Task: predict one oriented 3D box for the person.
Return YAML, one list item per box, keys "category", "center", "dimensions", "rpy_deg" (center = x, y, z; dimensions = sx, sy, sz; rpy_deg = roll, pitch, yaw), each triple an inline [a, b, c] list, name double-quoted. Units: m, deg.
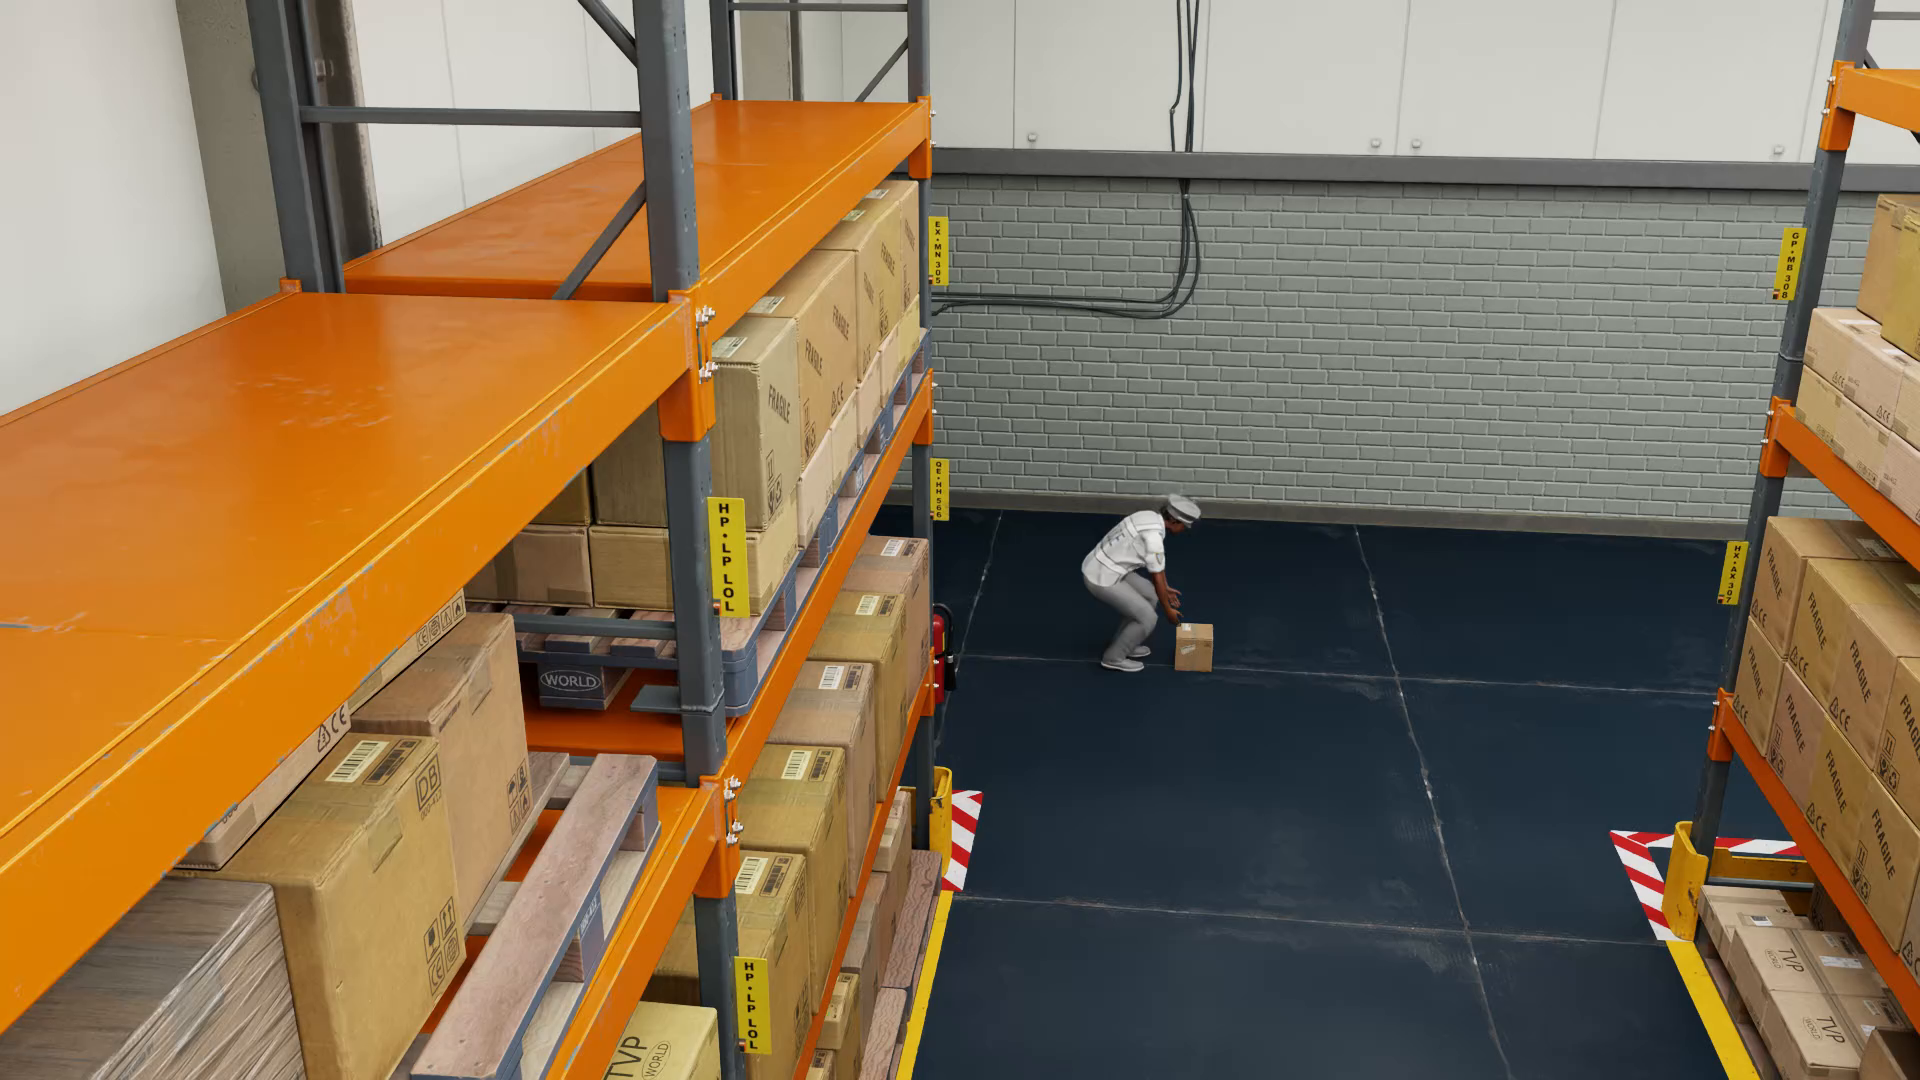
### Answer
- category: "person"
  center: [1.229, 0.271, 11.407]
  dimensions: [0.792, 1.217, 0.500]
  rpy_deg: [3, 21, 6]
